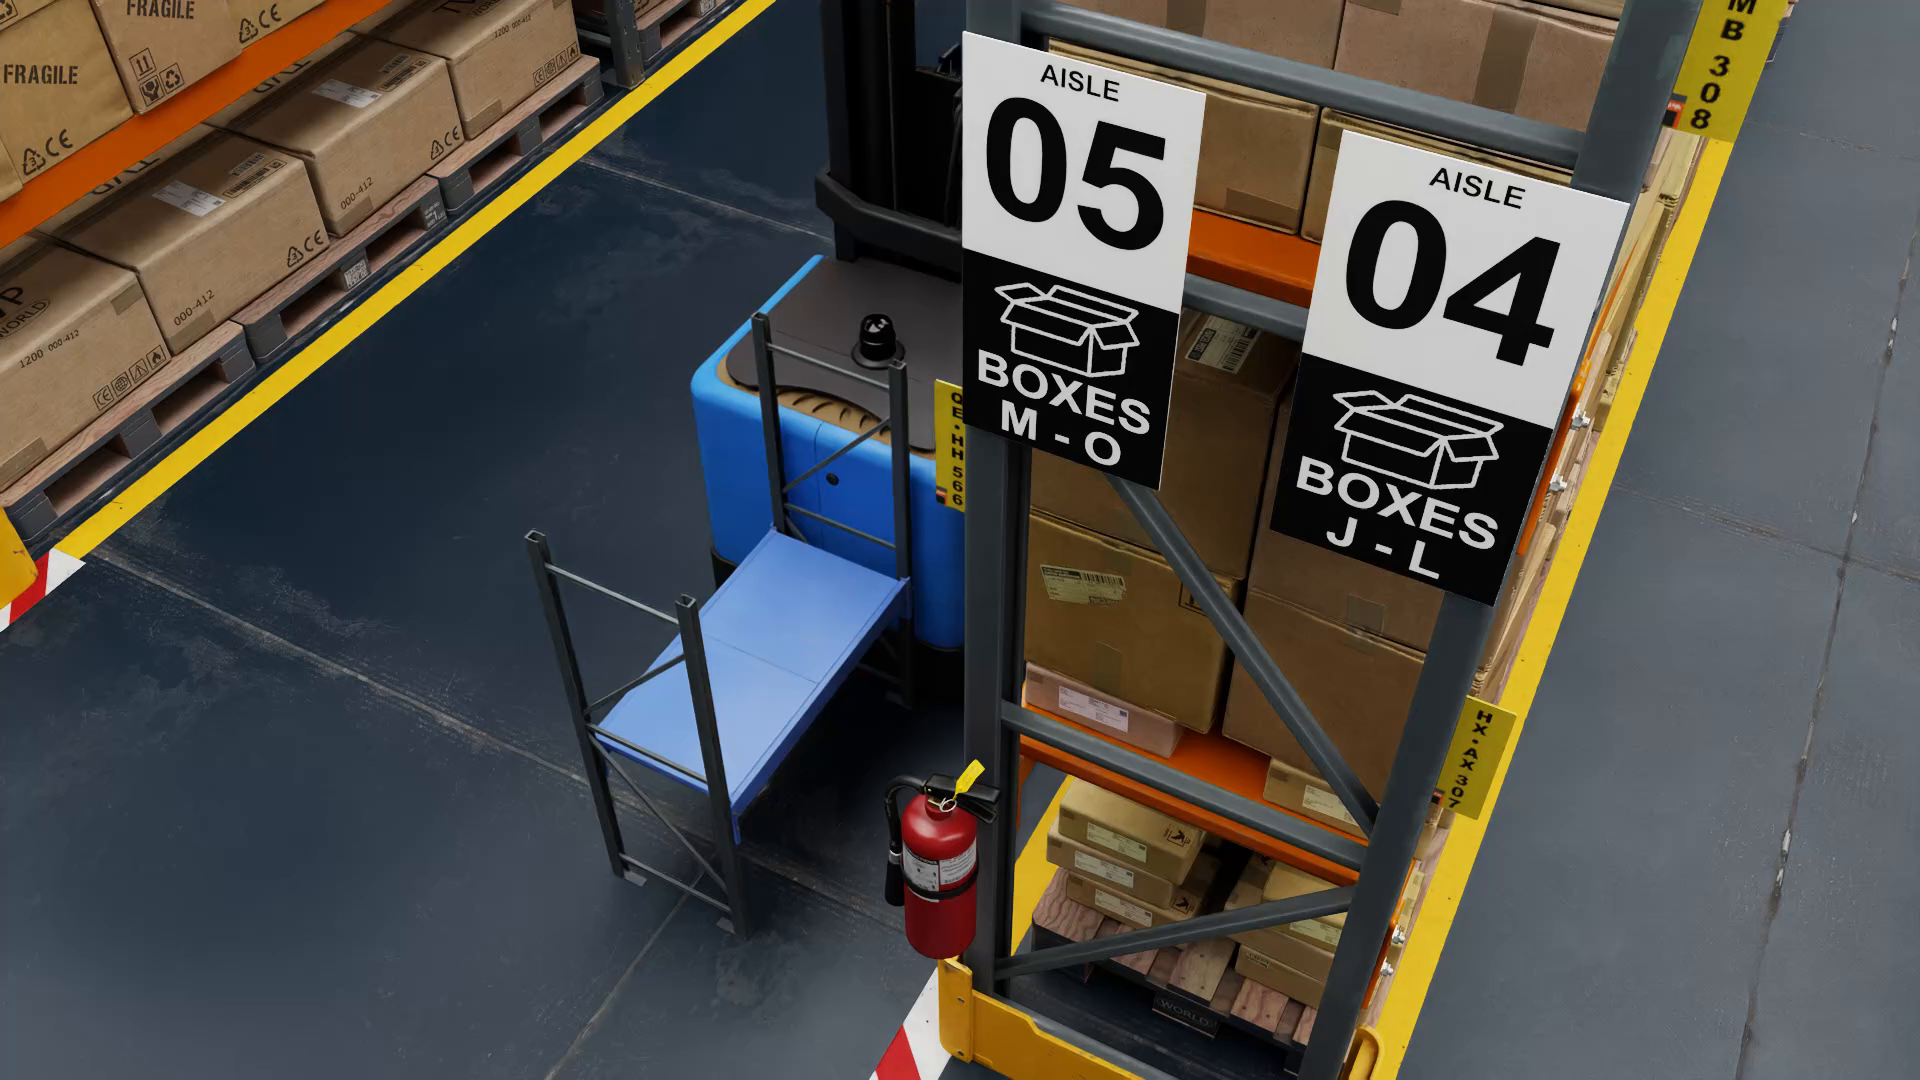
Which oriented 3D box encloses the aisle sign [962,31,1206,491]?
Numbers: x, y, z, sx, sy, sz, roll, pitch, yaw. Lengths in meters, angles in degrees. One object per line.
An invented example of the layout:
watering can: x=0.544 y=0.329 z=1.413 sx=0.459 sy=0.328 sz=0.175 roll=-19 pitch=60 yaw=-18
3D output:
aisle sign: x=0.179 y=-0.429 z=2.738 sx=0.394 sy=0.787 sz=0.004 roll=20 pitch=49 yaw=19

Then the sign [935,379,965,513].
sign: x=-0.003 y=-0.177 z=3.279 sx=0.100 sy=0.325 sz=0.005 roll=20 pitch=49 yaw=19

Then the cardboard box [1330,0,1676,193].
cardboard box: x=0.918 y=-0.837 z=2.613 sx=0.500 sy=0.250 sz=0.500 roll=21 pitch=49 yaw=20

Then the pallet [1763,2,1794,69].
pallet: x=2.819 y=-2.348 z=6.597 sx=1.003 sy=0.211 sz=1.213 roll=20 pitch=49 yaw=19

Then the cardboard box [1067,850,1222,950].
cardboard box: x=0.539 y=0.991 z=4.870 sx=0.380 sy=0.149 sz=0.250 roll=21 pitch=49 yaw=20

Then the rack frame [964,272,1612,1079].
rack frame: x=0.479 y=0.537 z=3.610 sx=1.000 sy=3.000 sz=0.127 roll=20 pitch=49 yaw=19

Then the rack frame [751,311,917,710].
rack frame: x=-0.375 y=-0.040 z=5.235 sx=0.500 sy=1.500 sz=0.032 roll=21 pitch=49 yaw=20

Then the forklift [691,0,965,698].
forklift: x=0.273 y=-1.543 z=5.715 sx=1.130 sy=2.935 sz=3.031 roll=21 pitch=49 yaw=20

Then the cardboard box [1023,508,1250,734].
cardboard box: x=0.460 y=0.030 z=3.832 sx=0.500 sy=0.500 sz=0.500 roll=21 pitch=49 yaw=20

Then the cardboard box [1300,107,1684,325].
cardboard box: x=0.914 y=-0.663 z=2.792 sx=0.500 sy=0.250 sz=0.500 roll=22 pitch=49 yaw=20

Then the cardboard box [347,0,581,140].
cardboard box: x=-2.482 y=-2.440 z=8.059 sx=0.875 sy=0.438 sz=0.875 roll=20 pitch=49 yaw=19

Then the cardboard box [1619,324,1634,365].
cardboard box: x=2.357 y=-0.755 z=6.387 sx=0.380 sy=0.149 sz=0.250 roll=18 pitch=48 yaw=17

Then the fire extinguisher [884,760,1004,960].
fire extinguisher: x=-0.047 y=0.702 z=3.764 sx=0.296 sy=0.674 sz=0.183 roll=20 pitch=49 yaw=19

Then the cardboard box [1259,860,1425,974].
cardboard box: x=1.023 y=0.965 z=4.478 sx=0.380 sy=0.149 sz=0.250 roll=18 pitch=48 yaw=17

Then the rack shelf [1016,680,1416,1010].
rack shelf: x=1.407 y=-0.470 z=5.111 sx=1.077 sy=0.370 sz=4.000 roll=20 pitch=49 yaw=19

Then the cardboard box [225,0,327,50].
cardboard box: x=-2.795 y=-2.239 z=6.284 sx=0.500 sy=0.500 sz=0.500 roll=22 pitch=49 yaw=20

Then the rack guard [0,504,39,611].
rack guard: x=-3.963 y=-0.139 z=6.036 sx=1.175 sy=0.500 sz=0.348 roll=20 pitch=49 yaw=19

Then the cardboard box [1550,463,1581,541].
cardboard box: x=1.861 y=-0.181 z=5.611 sx=0.380 sy=0.149 sz=0.250 roll=19 pitch=48 yaw=18

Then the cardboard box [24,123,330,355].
cardboard box: x=-3.317 y=-1.308 z=6.940 sx=0.875 sy=0.438 sz=0.875 roll=22 pitch=49 yaw=20

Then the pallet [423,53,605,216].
pallet: x=-2.518 y=-2.120 z=8.197 sx=1.003 sy=0.211 sz=1.213 roll=20 pitch=49 yaw=19

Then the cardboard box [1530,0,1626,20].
cardboard box: x=0.831 y=-0.909 z=2.404 sx=0.380 sy=0.149 sz=0.250 roll=20 pitch=49 yaw=19

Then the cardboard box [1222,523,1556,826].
cardboard box: x=0.932 y=0.206 z=3.658 sx=0.500 sy=0.500 sz=0.500 roll=23 pitch=50 yaw=21

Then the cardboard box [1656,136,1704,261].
cardboard box: x=1.646 y=-1.111 z=4.257 sx=0.500 sy=0.500 sz=0.500 roll=19 pitch=48 yaw=18

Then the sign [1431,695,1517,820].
sign: x=0.960 y=0.412 z=3.125 sx=0.100 sy=0.325 sz=0.005 roll=20 pitch=49 yaw=19

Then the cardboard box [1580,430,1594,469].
cardboard box: x=2.195 y=-0.445 z=6.290 sx=0.380 sy=0.149 sz=0.250 roll=19 pitch=48 yaw=18

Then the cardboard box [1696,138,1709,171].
cardboard box: x=2.388 y=-1.439 z=5.740 sx=0.380 sy=0.149 sz=0.250 roll=19 pitch=48 yaw=18

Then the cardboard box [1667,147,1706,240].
cardboard box: x=2.914 y=-1.629 z=7.214 sx=0.500 sy=0.500 sz=0.500 roll=22 pitch=49 yaw=21

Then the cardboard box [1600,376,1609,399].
cardboard box: x=2.209 y=-0.694 z=6.118 sx=0.380 sy=0.149 sz=0.250 roll=20 pitch=49 yaw=19

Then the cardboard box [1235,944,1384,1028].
cardboard box: x=1.006 y=1.168 z=4.696 sx=0.380 sy=0.149 sz=0.250 roll=21 pitch=49 yaw=20

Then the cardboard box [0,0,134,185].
cardboard box: x=-3.265 y=-1.604 z=5.656 sx=0.500 sy=0.500 sz=0.500 roll=20 pitch=49 yaw=19

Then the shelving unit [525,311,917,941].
shelving unit: x=-0.618 y=0.278 z=4.921 sx=0.538 sy=1.500 sz=1.048 roll=21 pitch=49 yaw=20

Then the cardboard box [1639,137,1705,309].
cardboard box: x=1.887 y=-1.085 z=4.933 sx=0.500 sy=0.500 sz=0.500 roll=20 pitch=49 yaw=19

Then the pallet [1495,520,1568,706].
pallet: x=1.490 y=0.204 z=5.900 sx=1.003 sy=0.211 sz=1.213 roll=20 pitch=49 yaw=19

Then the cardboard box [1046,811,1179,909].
cardboard box: x=0.471 y=0.861 z=4.790 sx=0.380 sy=0.149 sz=0.250 roll=19 pitch=48 yaw=18

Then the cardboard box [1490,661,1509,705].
cardboard box: x=1.606 y=0.372 z=5.483 sx=0.380 sy=0.149 sz=0.250 roll=18 pitch=48 yaw=17

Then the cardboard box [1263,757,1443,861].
cardboard box: x=0.920 y=0.530 z=3.794 sx=0.380 sy=0.149 sz=0.250 roll=20 pitch=49 yaw=19

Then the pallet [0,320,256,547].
pallet: x=-3.650 y=-0.583 z=6.677 sx=1.003 sy=0.211 sz=1.213 roll=20 pitch=49 yaw=19

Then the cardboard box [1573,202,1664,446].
cardboard box: x=1.151 y=-0.469 z=3.622 sx=0.500 sy=0.500 sz=0.500 roll=22 pitch=49 yaw=20

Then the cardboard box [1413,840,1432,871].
cardboard box: x=1.127 y=0.888 z=4.763 sx=0.380 sy=0.149 sz=0.250 roll=20 pitch=49 yaw=19
